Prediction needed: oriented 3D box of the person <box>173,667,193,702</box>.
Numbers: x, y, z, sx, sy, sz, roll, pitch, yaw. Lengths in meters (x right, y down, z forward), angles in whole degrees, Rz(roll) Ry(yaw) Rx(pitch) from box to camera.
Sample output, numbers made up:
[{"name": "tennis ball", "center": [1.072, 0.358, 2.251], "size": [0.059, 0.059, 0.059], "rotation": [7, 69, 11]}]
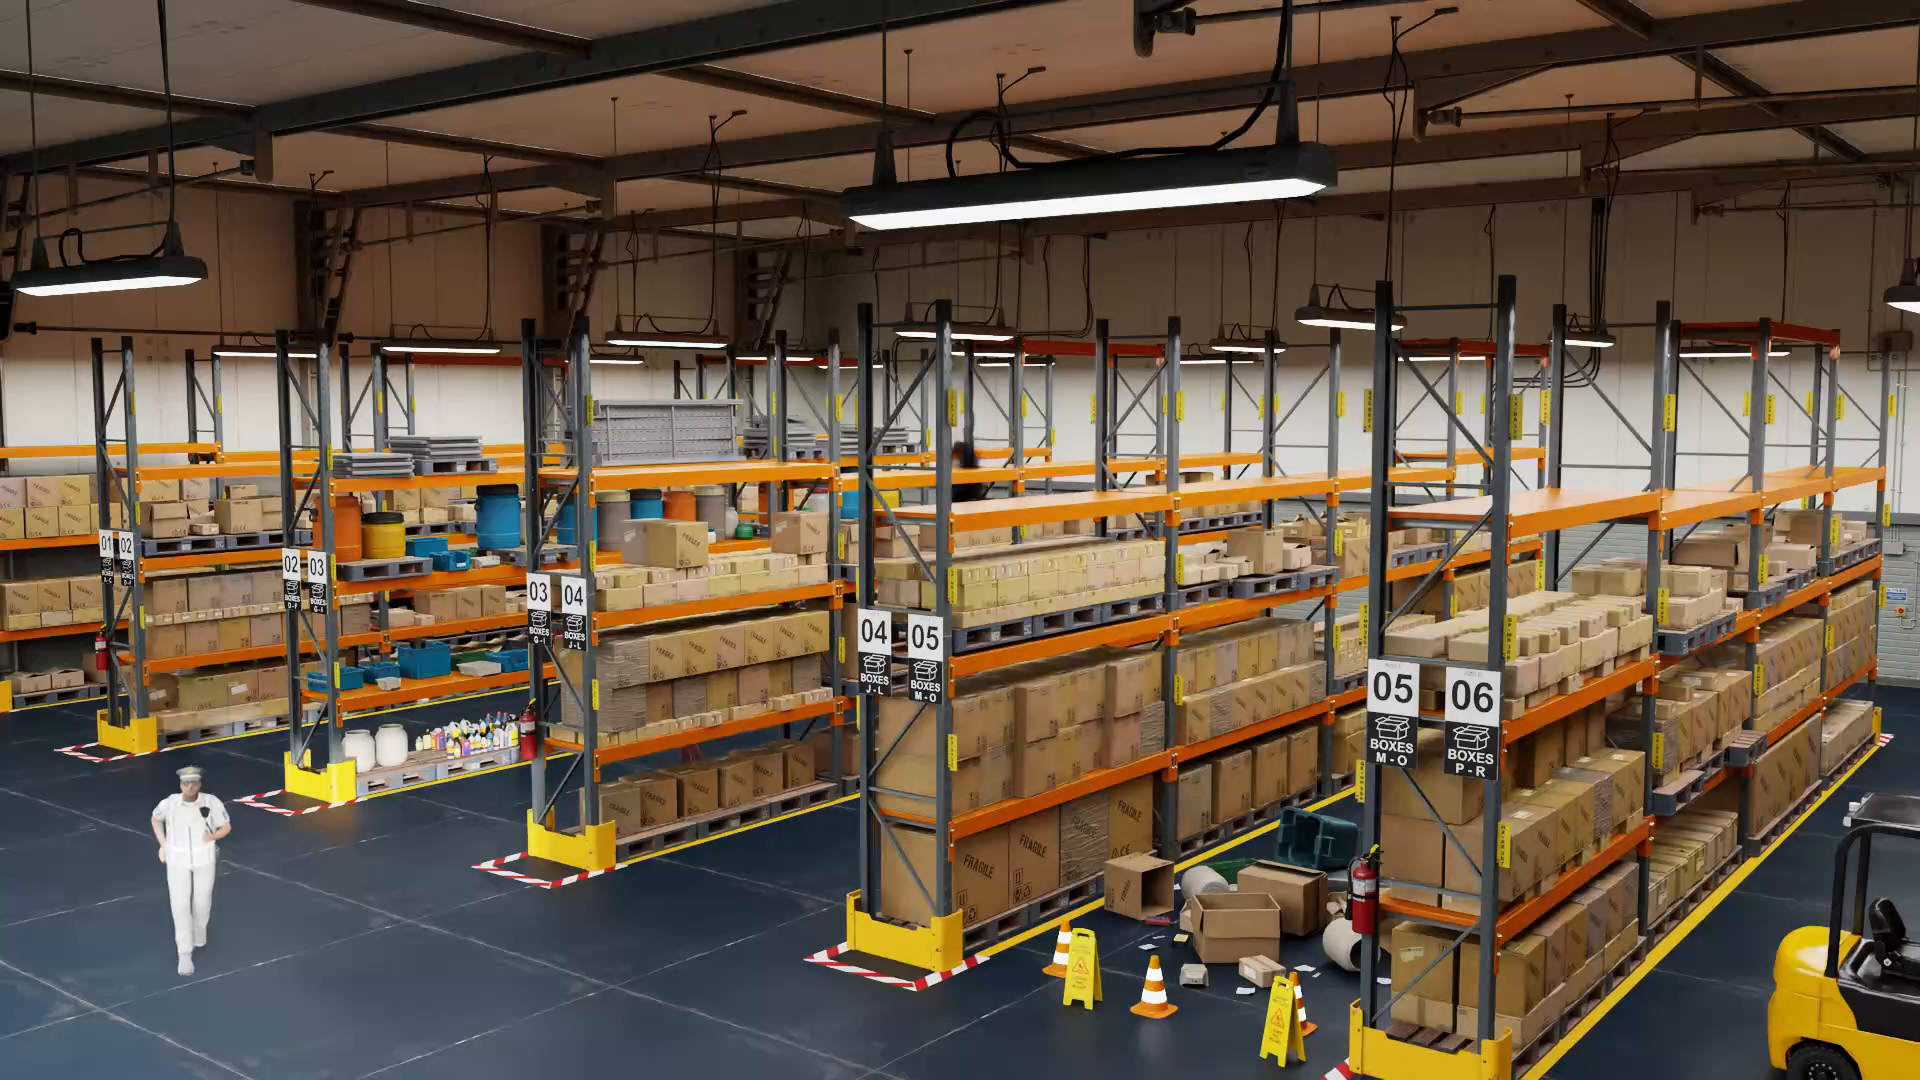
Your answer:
[{"name": "person", "center": [-12.451, 2.014, 26.853], "size": [0.571, 1.628, 0.753], "rotation": [3, 6, 35]}]

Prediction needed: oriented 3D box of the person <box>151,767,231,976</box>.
[{"name": "person", "center": [-7.014, 2.956, 15.210], "size": [0.653, 1.828, 0.911], "rotation": [-3, 6, -27]}]

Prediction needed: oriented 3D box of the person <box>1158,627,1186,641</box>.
[{"name": "person", "center": [3.018, 1.974, 23.272], "size": [0.635, 1.845, 0.805], "rotation": [3, 6, 32]}]

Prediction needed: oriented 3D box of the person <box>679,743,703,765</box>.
[{"name": "person", "center": [-3.747, 2.363, 22.676], "size": [0.556, 1.709, 0.709], "rotation": [3, 6, 29]}]
